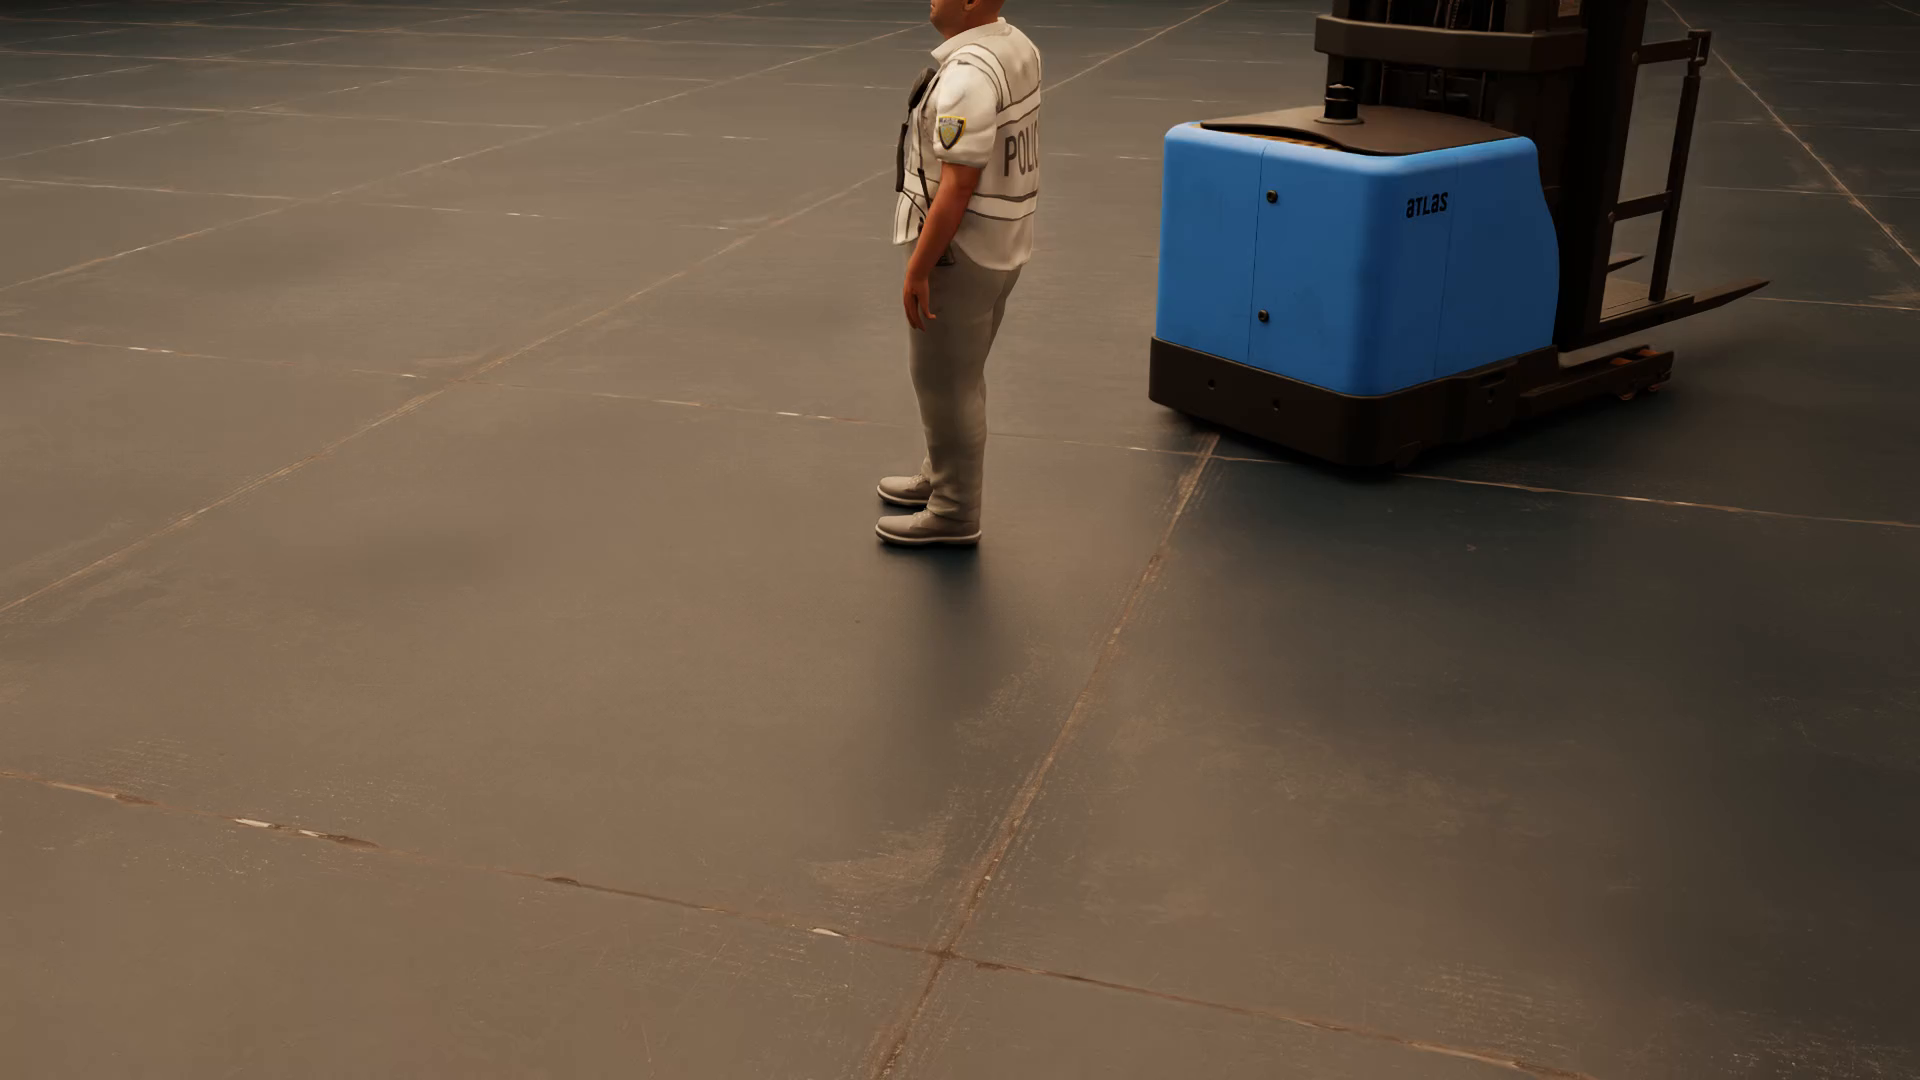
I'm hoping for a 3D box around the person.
[{"bbox_3d":[-0.071,-0.843,4.809,0.574,1.778,0.641,7,23,16],"label":"person"}]

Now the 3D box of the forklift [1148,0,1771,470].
[{"bbox_3d":[2.172,-2.031,6.199,3.031,2.935,1.130,-17,28,-35],"label":"forklift"}]
